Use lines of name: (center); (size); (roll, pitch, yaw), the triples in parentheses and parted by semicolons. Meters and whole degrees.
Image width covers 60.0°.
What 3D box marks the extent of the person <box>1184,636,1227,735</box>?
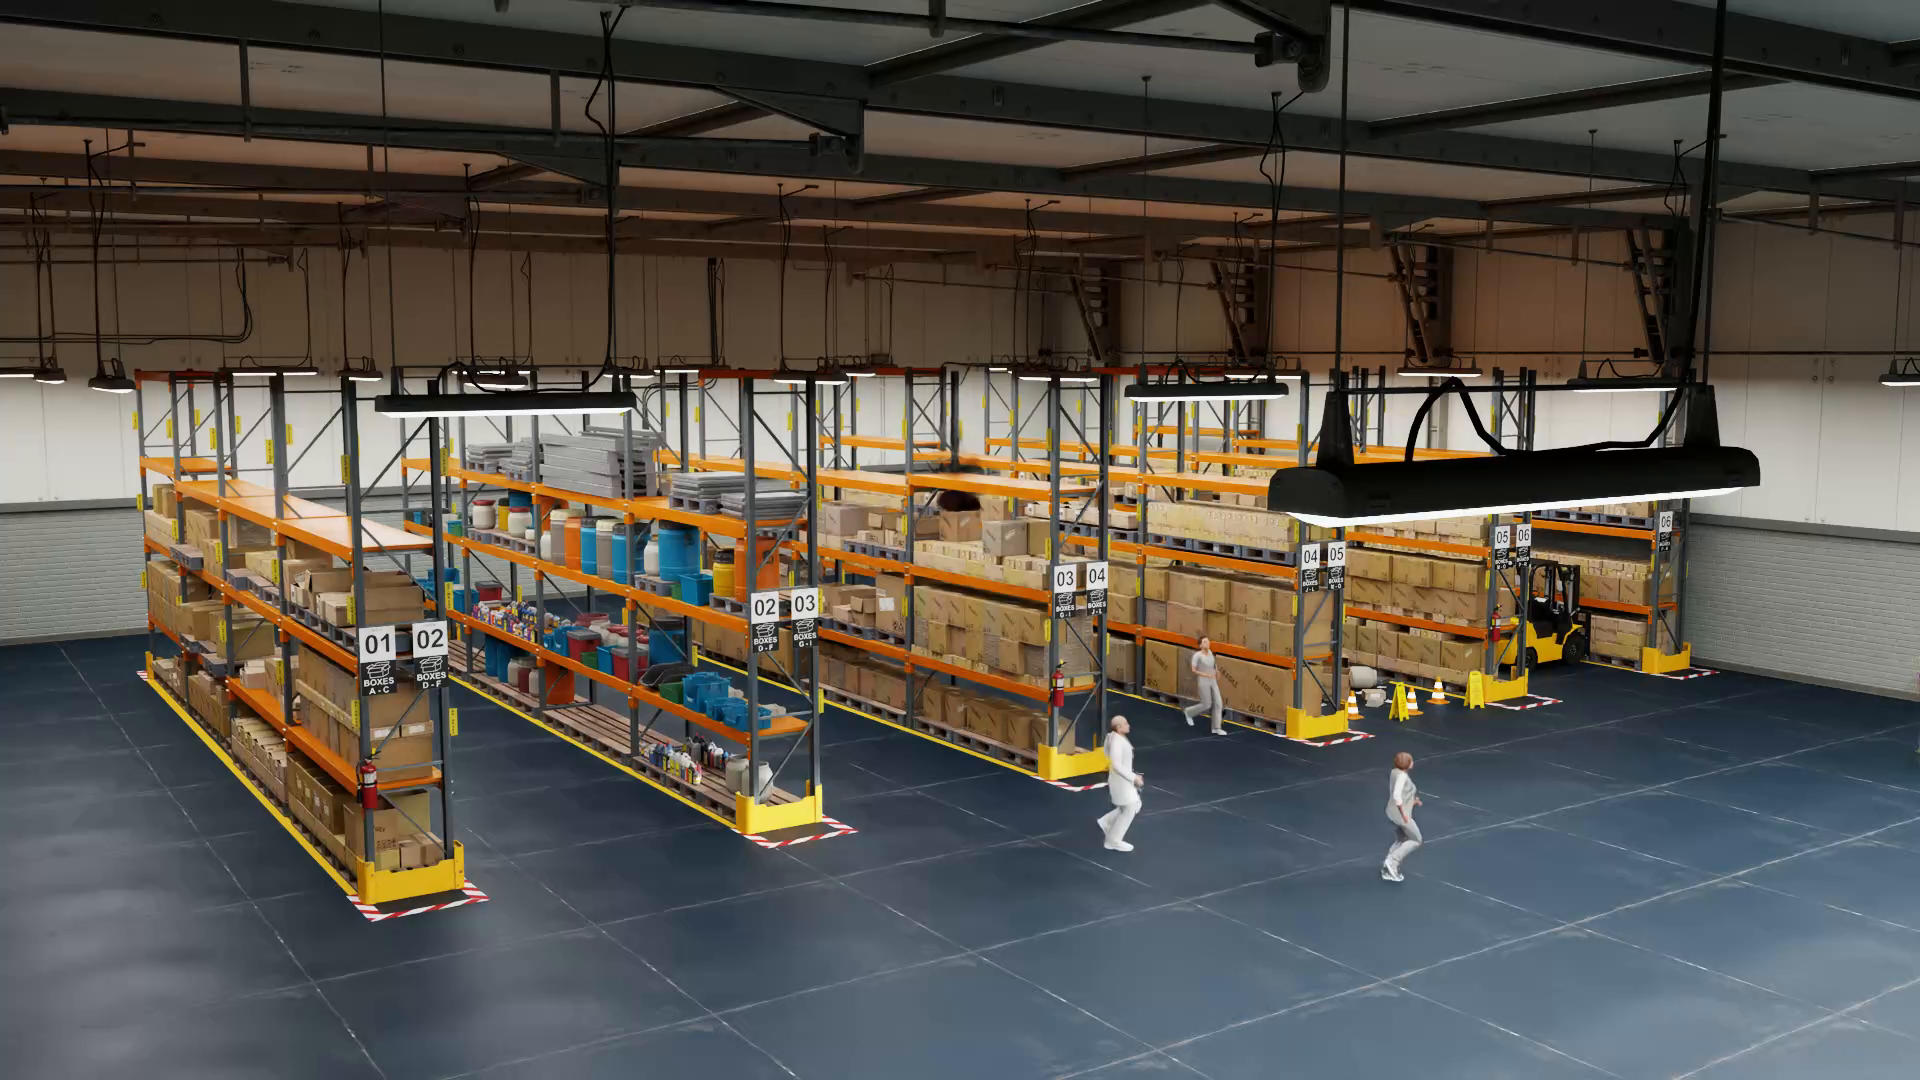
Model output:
person: (4.155, 2.405, 27.711); (0.583, 1.609, 0.856); (-4, 8, -34)

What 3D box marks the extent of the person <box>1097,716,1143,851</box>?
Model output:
person: (2.066, 3.189, 21.191); (0.519, 1.538, 0.716); (0, 6, 1)

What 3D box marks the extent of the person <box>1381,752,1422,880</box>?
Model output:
person: (5.319, 3.309, 19.932); (0.528, 1.567, 0.545); (-1, 6, -7)
